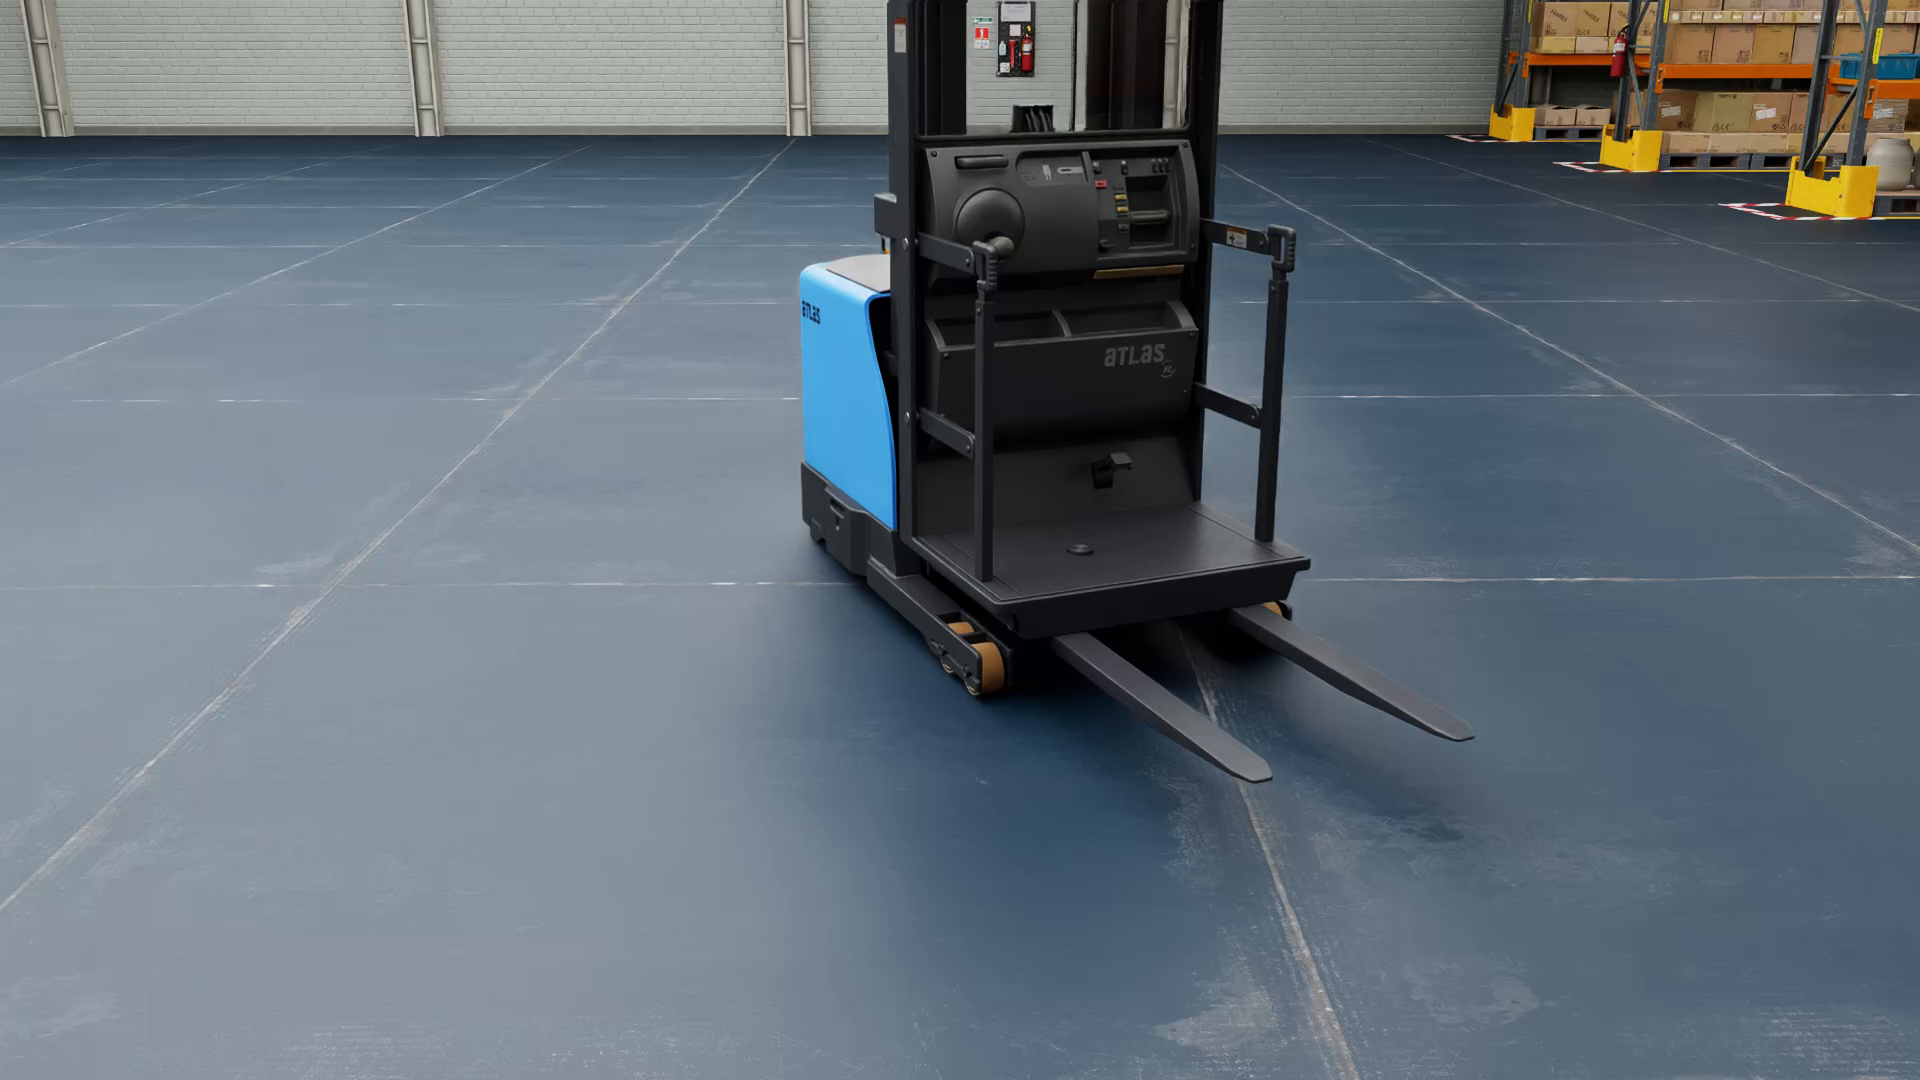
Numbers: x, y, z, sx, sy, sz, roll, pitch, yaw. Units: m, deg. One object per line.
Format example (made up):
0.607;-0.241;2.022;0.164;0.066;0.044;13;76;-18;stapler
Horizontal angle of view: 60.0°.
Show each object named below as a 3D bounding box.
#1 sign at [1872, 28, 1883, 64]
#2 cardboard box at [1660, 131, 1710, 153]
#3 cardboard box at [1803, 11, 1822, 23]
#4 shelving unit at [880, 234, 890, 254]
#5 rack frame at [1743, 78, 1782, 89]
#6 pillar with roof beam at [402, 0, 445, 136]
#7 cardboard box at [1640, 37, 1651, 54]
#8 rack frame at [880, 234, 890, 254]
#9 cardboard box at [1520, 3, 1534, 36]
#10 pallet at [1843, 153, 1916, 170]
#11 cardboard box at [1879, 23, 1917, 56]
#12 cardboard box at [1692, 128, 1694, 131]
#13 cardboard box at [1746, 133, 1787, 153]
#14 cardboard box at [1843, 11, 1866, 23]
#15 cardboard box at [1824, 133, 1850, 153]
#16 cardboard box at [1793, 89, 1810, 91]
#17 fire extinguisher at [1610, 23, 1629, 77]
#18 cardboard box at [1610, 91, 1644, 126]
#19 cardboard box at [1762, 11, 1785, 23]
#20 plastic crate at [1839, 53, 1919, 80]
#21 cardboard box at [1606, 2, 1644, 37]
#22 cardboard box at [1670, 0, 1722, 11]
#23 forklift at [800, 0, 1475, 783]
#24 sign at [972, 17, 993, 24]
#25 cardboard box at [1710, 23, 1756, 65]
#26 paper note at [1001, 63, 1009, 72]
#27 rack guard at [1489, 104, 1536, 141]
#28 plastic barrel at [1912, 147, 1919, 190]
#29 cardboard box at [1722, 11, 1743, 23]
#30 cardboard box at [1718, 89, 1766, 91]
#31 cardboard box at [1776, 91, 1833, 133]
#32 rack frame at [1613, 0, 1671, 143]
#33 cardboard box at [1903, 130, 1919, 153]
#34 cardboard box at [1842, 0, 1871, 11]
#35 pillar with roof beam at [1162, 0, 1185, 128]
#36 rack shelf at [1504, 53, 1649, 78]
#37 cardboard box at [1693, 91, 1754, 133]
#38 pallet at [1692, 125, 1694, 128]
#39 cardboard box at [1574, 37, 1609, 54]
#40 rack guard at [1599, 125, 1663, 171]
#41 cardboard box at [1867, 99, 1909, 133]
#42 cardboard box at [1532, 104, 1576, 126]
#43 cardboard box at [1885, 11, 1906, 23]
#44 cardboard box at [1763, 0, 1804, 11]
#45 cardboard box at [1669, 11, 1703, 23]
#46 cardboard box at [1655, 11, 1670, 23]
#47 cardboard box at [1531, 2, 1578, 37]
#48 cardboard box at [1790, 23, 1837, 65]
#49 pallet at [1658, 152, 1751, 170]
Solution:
8.853;-4.768;16.046;0.005;0.325;0.100;0;18;-1;sign
9.314;-5.142;21.480;0.500;0.250;0.500;0;18;-1;cardboard box
10.707;-6.616;21.037;0.250;0.149;0.380;0;18;0;cardboard box
-0.045;-0.734;6.871;0.503;1.200;0.258;-7;19;-22;shelving unit
12.692;-7.849;26.104;0.127;3.000;1.000;0;18;-1;rack frame
-8.551;-9.552;21.593;0.400;9.000;9.100;0;18;-1;pillar with roof beam
10.719;-7.682;25.798;0.500;0.250;0.500;0;18;0;cardboard box
-0.270;-0.705;6.780;0.015;1.200;0.240;-7;19;-22;rack frame
9.160;-8.192;26.159;0.500;0.500;0.500;0;18;-1;cardboard box
11.978;-5.017;21.842;1.213;0.211;1.003;0;18;-1;pallet
11.803;-6.375;21.346;0.500;0.500;0.700;0;18;-1;cardboard box
9.806;-5.306;21.992;0.500;0.250;0.500;0;18;-1;cardboard box
10.314;-5.148;21.498;0.500;0.250;0.500;0;18;-1;cardboard box
11.236;-6.620;21.048;0.250;0.149;0.380;0;18;1;cardboard box
11.314;-5.151;21.509;0.500;0.250;0.500;0;18;-1;cardboard box
11.305;-5.672;21.905;0.500;0.500;0.500;0;18;-1;cardboard box
8.649;-6.421;21.780;0.183;0.674;0.296;0;18;-1;fire extinguisher
10.690;-6.816;26.256;0.500;0.500;0.700;-1;18;-4;cardboard box
10.202;-6.615;21.032;0.250;0.149;0.380;-1;18;-3;cardboard box
9.345;-4.827;16.927;0.616;0.251;0.499;0;18;-1;plastic crate
10.186;-8.035;25.670;0.500;0.500;0.500;-1;18;-3;cardboard box
9.294;-6.981;21.110;0.500;0.500;0.700;0;18;-1;cardboard box
0.420;-1.067;5.075;1.130;2.935;3.031;-7;19;-22;forklift
0.358;-8.363;26.782;0.331;0.109;0.001;0;18;-1;sign
9.766;-6.367;21.320;0.500;0.500;0.700;0;18;1;cardboard box
0.730;-7.669;26.985;0.142;0.148;0.016;0;18;-1;paper note
8.769;-6.640;26.427;0.348;0.500;1.175;0;18;-1;rack guard
10.007;-3.848;17.018;0.421;0.512;0.421;0;18;0;plastic barrel
9.684;-6.612;21.023;0.250;0.149;0.380;0;18;-1;cardboard box
10.306;-5.667;21.890;0.500;0.500;0.500;0;18;-1;cardboard box
10.814;-5.505;21.386;0.500;0.500;0.500;0;18;-1;cardboard box
8.774;-6.317;21.328;0.127;3.000;1.000;0;18;-1;rack frame
12.314;-5.158;21.529;0.500;0.250;0.500;0;18;-1;cardboard box
11.324;-6.992;21.146;0.500;0.500;0.700;0;18;-1;cardboard box
3.448;-9.610;21.773;0.400;9.000;9.100;0;18;-1;pillar with roof beam
10.692;-7.497;26.184;4.000;0.370;1.077;0;18;-1;rack shelf
9.814;-5.502;21.375;0.500;0.500;0.500;0;18;-1;cardboard box
12.021;-6.507;26.487;1.213;0.211;1.003;0;18;-1;pallet
9.704;-7.680;25.791;0.500;0.250;0.500;-1;18;-3;cardboard box
8.750;-5.126;21.709;0.348;0.500;1.175;0;18;-1;rack guard
11.814;-5.516;21.418;0.500;0.500;0.500;0;18;-1;cardboard box
9.386;-6.735;26.312;0.500;0.311;0.500;-2;18;-7;cardboard box
11.734;-6.622;21.053;0.250;0.149;0.380;0;18;-1;cardboard box
10.324;-6.987;21.132;0.500;0.500;0.700;0;18;-1;cardboard box
9.170;-6.609;21.014;0.250;0.149;0.380;0;18;-1;cardboard box
9.154;-6.733;21.401;0.250;0.149;0.380;-1;18;-2;cardboard box
9.175;-8.035;25.671;0.500;0.500;0.500;0;18;-1;cardboard box
10.789;-6.371;21.333;0.500;0.500;0.700;0;18;1;cardboard box
9.538;-5.005;21.805;1.213;0.211;1.003;0;18;-1;pallet
